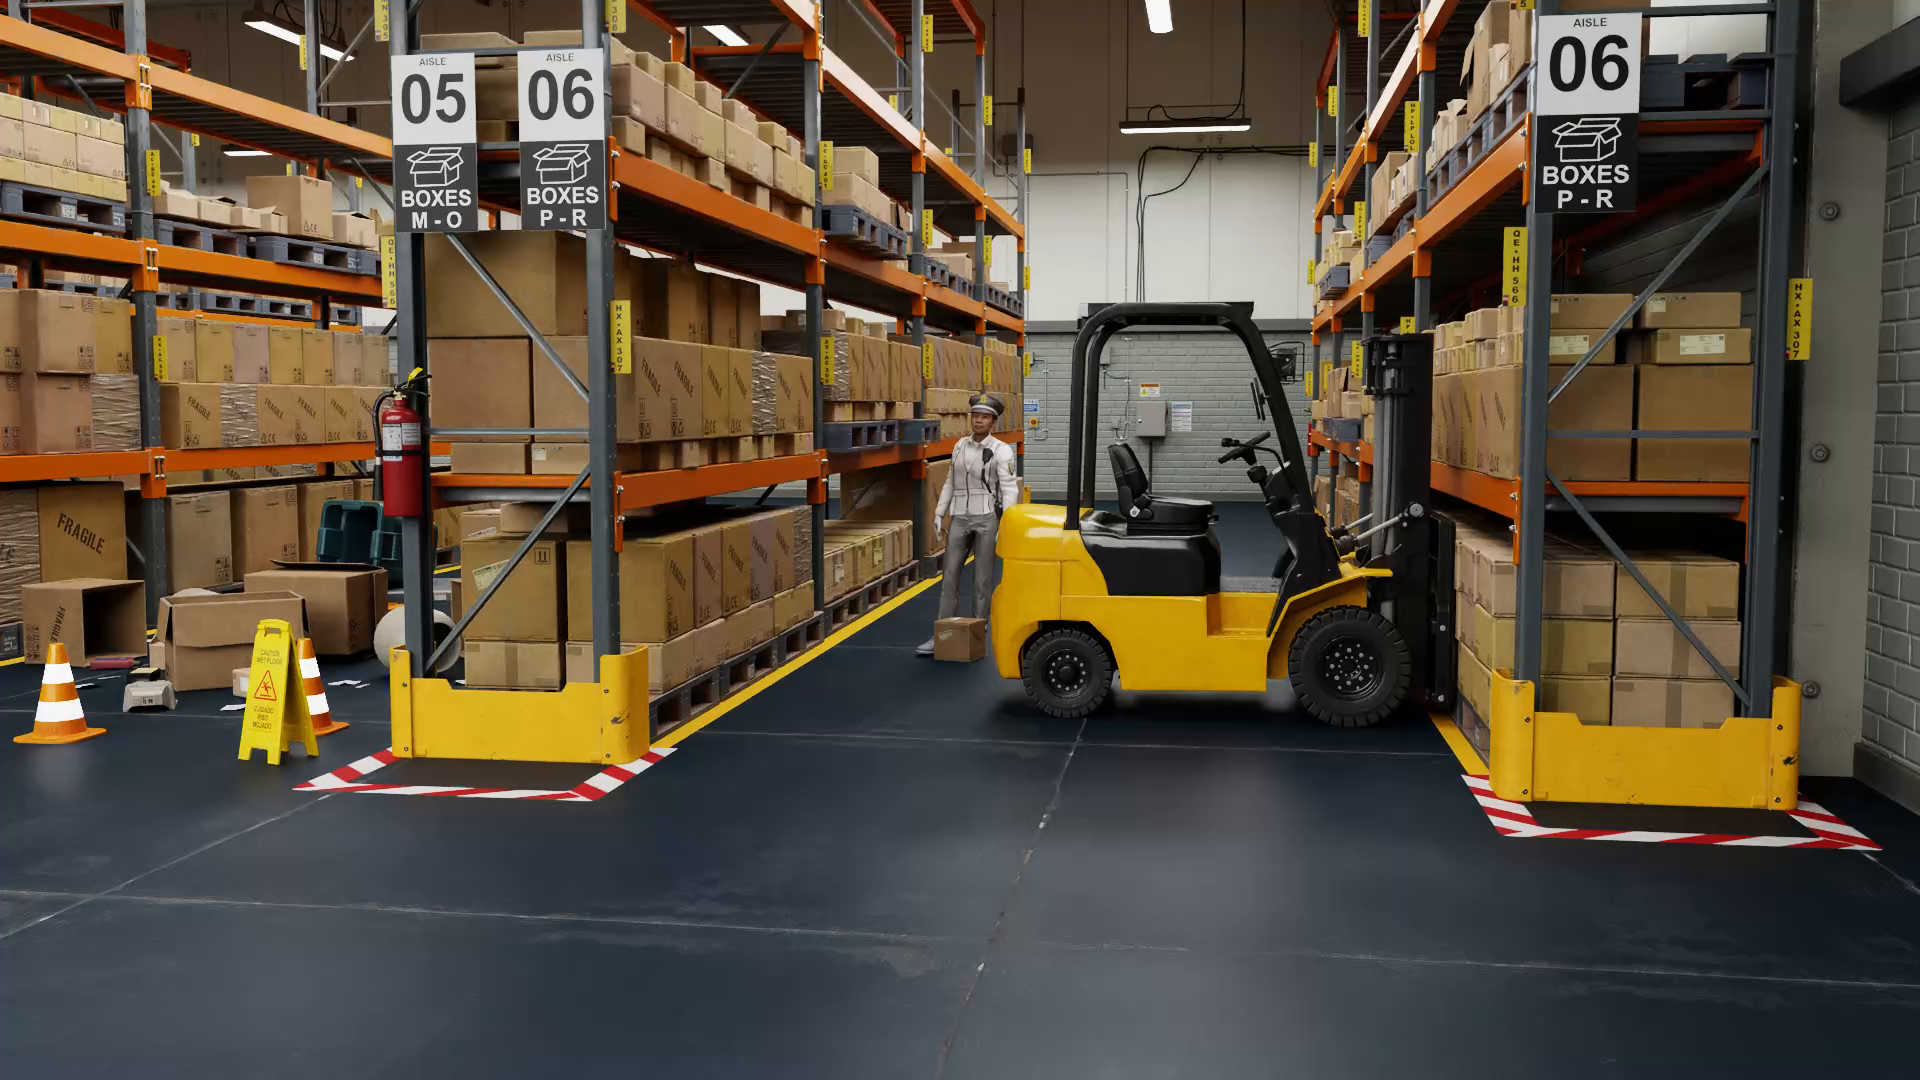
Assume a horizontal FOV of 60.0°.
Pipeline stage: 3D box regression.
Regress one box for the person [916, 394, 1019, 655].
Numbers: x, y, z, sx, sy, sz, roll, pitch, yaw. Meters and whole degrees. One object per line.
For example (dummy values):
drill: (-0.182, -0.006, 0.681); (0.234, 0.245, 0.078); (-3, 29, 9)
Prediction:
person: (0.069, -0.103, 10.860); (0.587, 1.696, 0.533); (2, 5, 28)
